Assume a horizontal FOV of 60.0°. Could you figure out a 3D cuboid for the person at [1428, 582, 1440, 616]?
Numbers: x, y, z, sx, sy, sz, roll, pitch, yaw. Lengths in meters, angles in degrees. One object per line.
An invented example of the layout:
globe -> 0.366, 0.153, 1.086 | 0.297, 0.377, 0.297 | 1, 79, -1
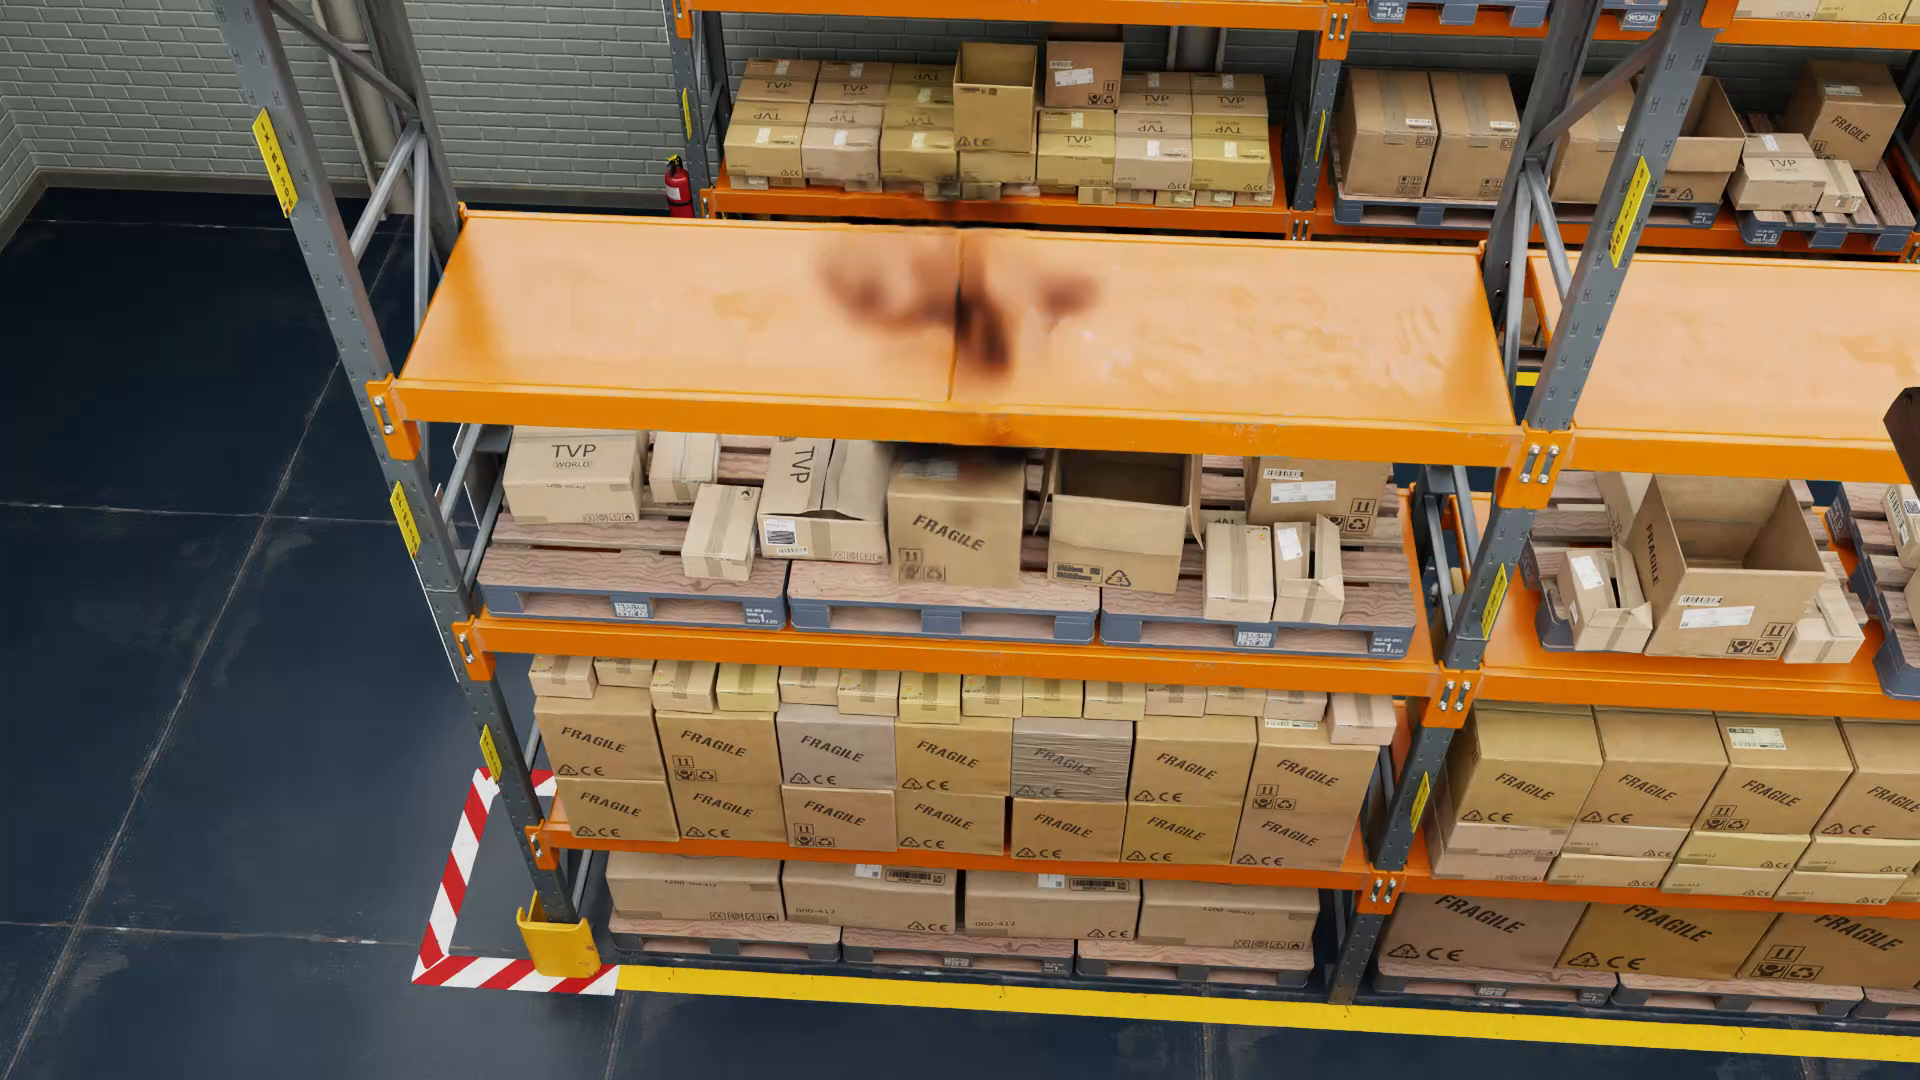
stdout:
person -> 3.118, 0.277, 9.238 | 0.988, 1.722, 0.699 | 3, 48, 3
